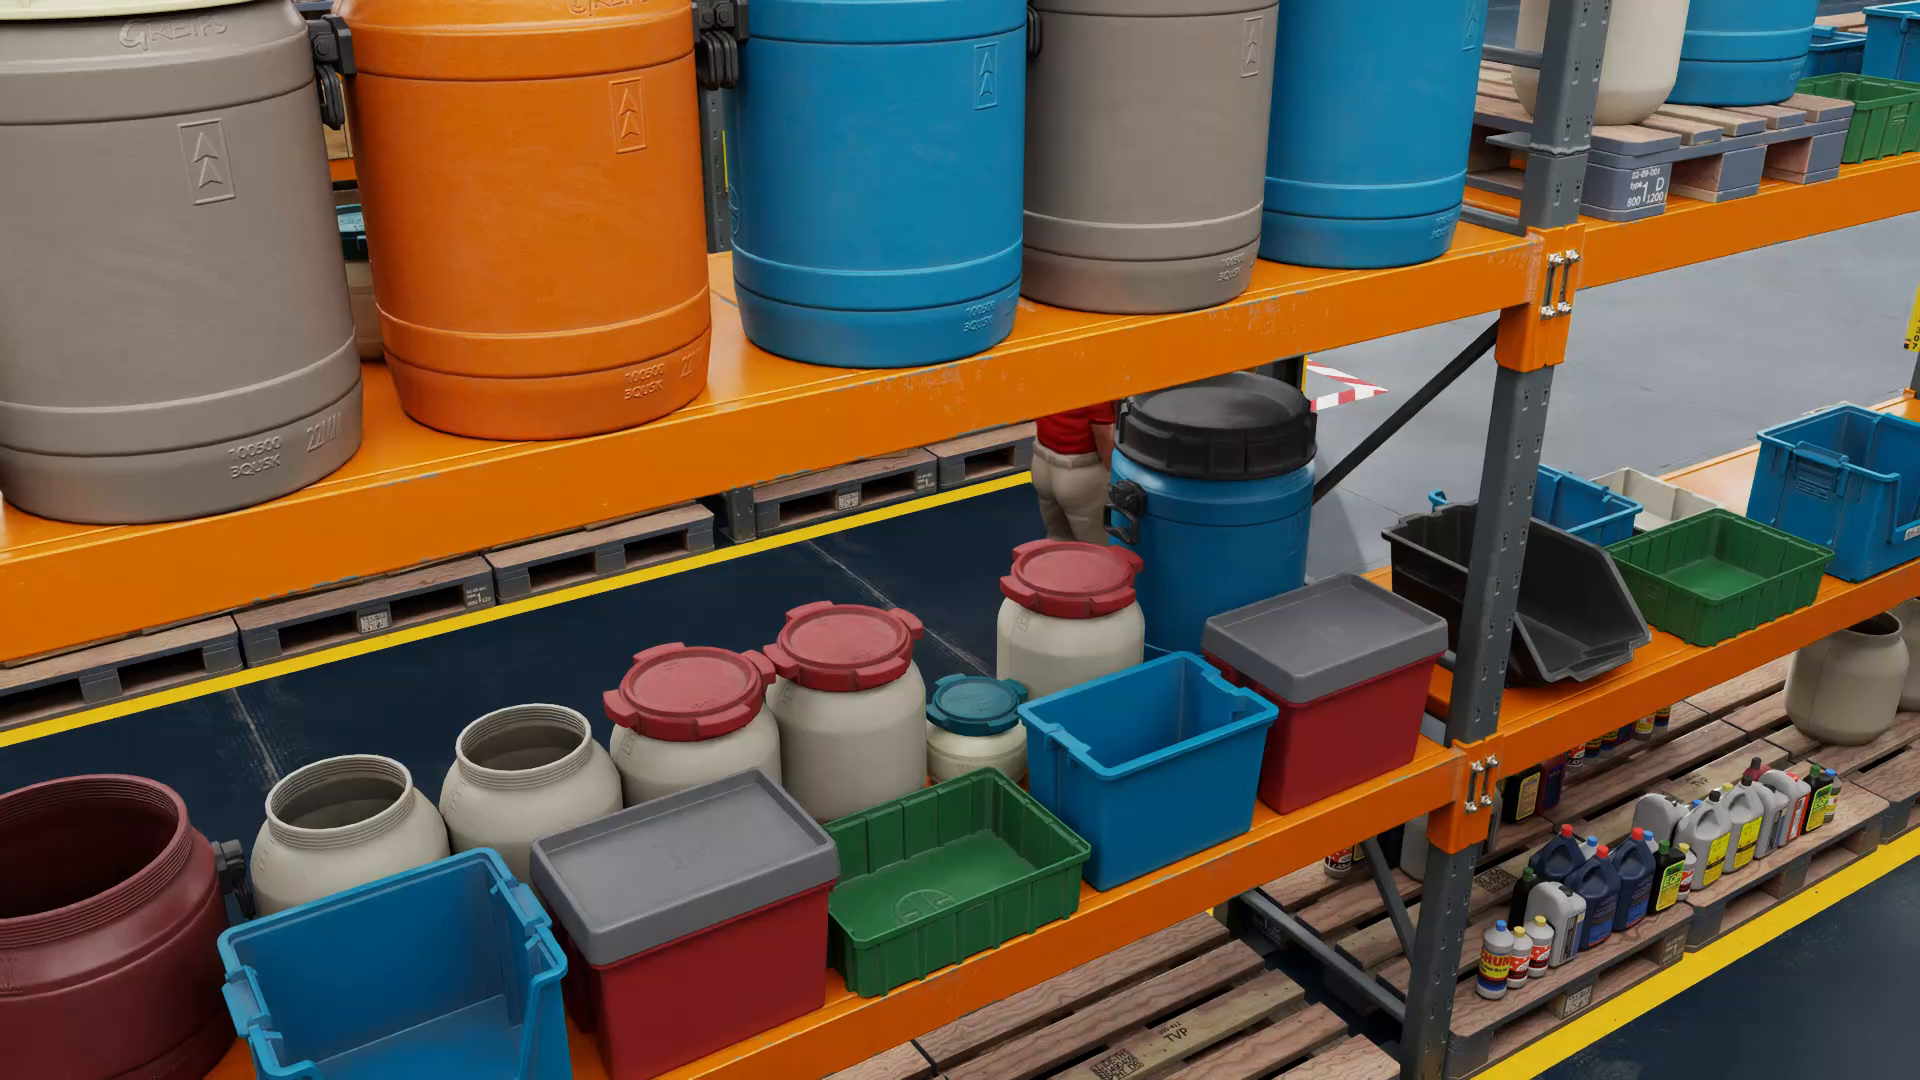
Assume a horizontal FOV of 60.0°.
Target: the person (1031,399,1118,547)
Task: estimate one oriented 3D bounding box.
[{"bbox_3d":[0.556,-0.317,7.804,0.390,1.726,0.580,-17,30,-31],"label":"person"}]
